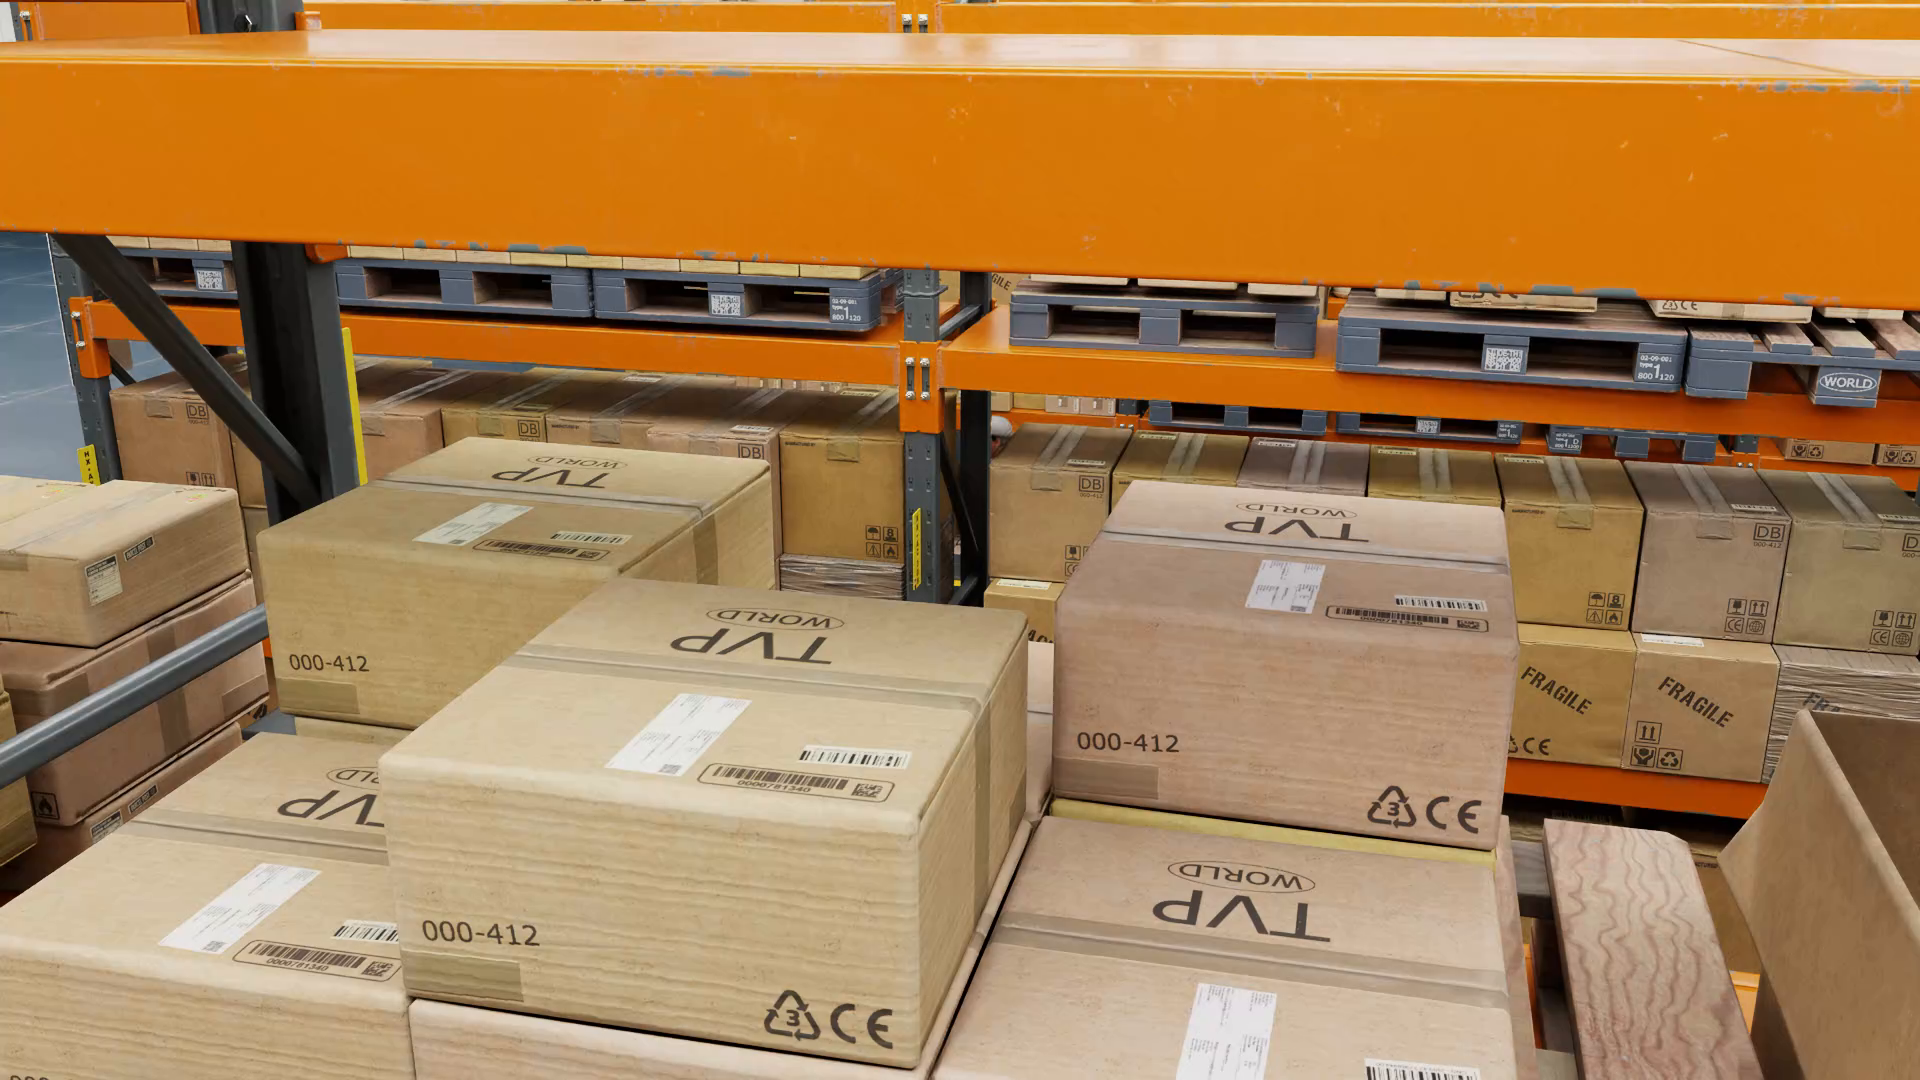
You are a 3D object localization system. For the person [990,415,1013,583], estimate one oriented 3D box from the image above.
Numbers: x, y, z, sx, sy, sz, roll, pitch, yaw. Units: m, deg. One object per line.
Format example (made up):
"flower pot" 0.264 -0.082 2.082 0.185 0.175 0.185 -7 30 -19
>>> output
"person" 0.313 0.030 10.440 0.522 1.653 0.546 -4 19 -13
